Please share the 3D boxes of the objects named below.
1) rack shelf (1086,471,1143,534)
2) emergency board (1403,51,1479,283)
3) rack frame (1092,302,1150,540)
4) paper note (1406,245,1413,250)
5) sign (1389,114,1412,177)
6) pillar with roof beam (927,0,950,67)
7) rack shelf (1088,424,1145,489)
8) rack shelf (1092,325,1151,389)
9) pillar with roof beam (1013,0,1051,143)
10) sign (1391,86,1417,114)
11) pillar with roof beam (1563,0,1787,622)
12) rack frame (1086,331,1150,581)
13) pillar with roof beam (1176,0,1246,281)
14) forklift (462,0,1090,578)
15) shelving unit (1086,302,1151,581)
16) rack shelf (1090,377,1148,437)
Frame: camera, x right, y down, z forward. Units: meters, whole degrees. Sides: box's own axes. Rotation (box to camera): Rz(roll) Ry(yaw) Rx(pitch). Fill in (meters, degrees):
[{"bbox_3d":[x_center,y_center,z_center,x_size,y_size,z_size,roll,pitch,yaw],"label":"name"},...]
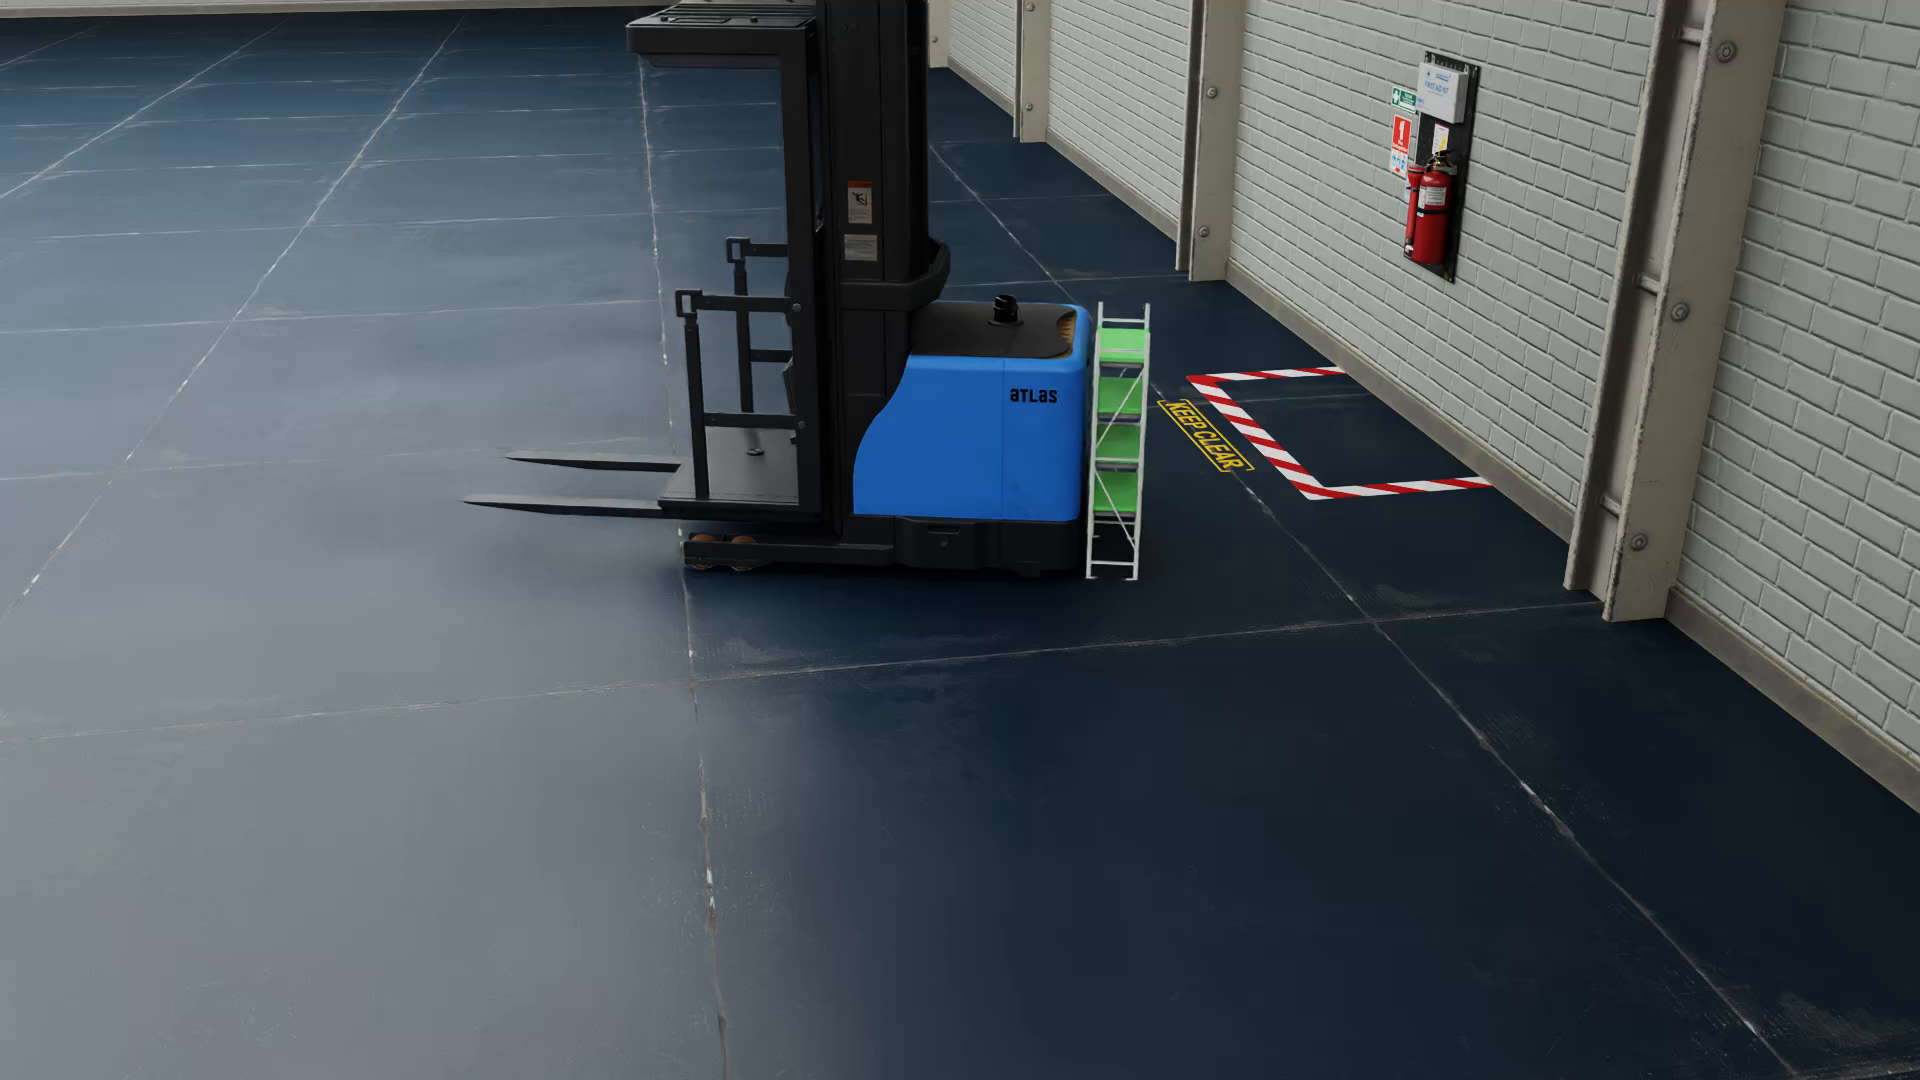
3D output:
[{"bbox_3d":[0.739,-0.184,7.930,0.258,0.148,0.480,3,24,5],"label":"rack shelf"},{"bbox_3d":[2.584,-2.073,9.249,0.194,1.169,0.643,-4,24,-10],"label":"emergency board"},{"bbox_3d":[0.766,-0.560,8.030,0.240,1.200,0.015,3,24,5],"label":"rack frame"},{"bbox_3d":[2.619,-1.744,9.596,0.016,0.148,0.142,-4,24,-10],"label":"paper note"},{"bbox_3d":[2.583,-2.314,9.757,0.001,0.329,0.234,-4,24,-10],"label":"sign"},{"bbox_3d":[-4.556,-10.609,21.297,9.100,9.000,0.400,-4,24,-10],"label":"pillar with roof beam"},{"bbox_3d":[0.741,-0.404,7.833,0.258,0.148,0.480,3,24,5],"label":"rack shelf"},{"bbox_3d":[0.744,-0.844,7.641,0.258,0.148,0.480,3,24,5],"label":"rack shelf"},{"bbox_3d":[-3.446,-8.249,15.894,9.100,9.000,0.400,-4,24,-10],"label":"pillar with roof beam"},{"bbox_3d":[2.575,-2.555,9.645,0.001,0.109,0.331,-4,24,-10],"label":"sign"},{"bbox_3d":[-1.227,-3.529,5.086,9.100,9.000,0.400,-4,24,-10],"label":"pillar with roof beam"},{"bbox_3d":[0.717,-0.365,7.585,0.240,1.200,0.015,3,24,5],"label":"rack frame"},{"bbox_3d":[-2.337,-5.889,10.490,9.100,9.000,0.400,-4,24,-10],"label":"pillar with roof beam"},{"bbox_3d":[-0.895,-1.401,7.795,3.031,2.935,1.130,2,24,5],"label":"forklift"},{"bbox_3d":[0.741,-0.463,7.808,0.258,1.200,0.503,3,24,5],"label":"shelving unit"},{"bbox_3d":[0.742,-0.624,7.737,0.258,0.148,0.480,3,24,5],"label":"rack shelf"}]
